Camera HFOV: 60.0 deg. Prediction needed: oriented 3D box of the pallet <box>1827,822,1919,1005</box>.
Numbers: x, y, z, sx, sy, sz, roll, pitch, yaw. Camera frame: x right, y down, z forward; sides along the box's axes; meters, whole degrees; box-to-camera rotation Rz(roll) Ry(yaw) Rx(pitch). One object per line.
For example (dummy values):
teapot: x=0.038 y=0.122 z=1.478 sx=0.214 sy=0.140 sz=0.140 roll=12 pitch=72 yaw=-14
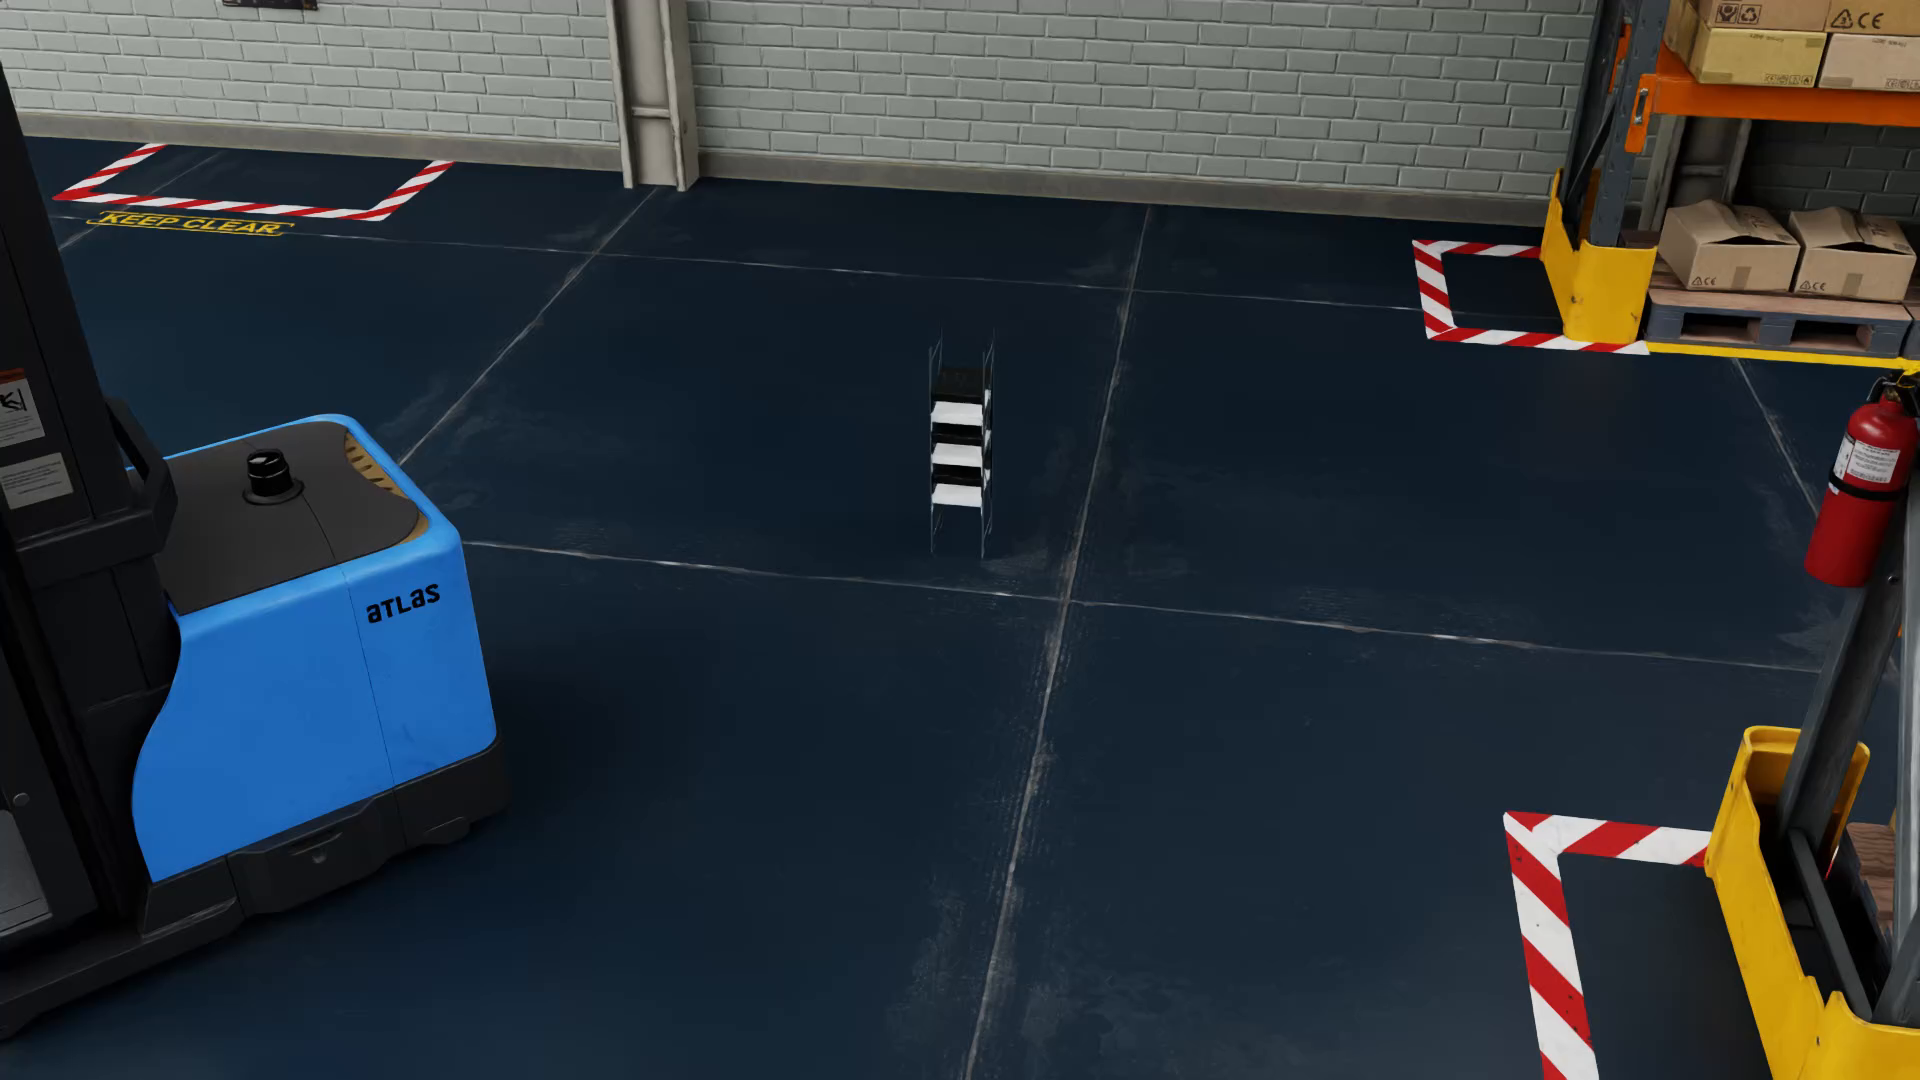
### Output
pallet: x=3.169 y=1.249 z=4.556 sx=1.213 sy=0.211 sz=1.003 roll=5 pitch=32 yaw=8

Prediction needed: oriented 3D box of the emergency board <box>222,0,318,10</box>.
emergency board: x=-4.271 y=-3.737 z=9.892 sx=0.643 sy=1.169 sz=0.194 roll=5 pitch=32 yaw=8

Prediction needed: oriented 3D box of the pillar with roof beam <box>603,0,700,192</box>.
pillar with roof beam: x=-2.565 y=-3.787 z=4.319 sx=0.400 sy=9.000 sz=9.100 roll=5 pitch=32 yaw=8

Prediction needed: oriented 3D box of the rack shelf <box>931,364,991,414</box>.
rack shelf: x=0.008 y=-0.581 z=6.384 sx=0.200 sy=0.077 sz=0.258 roll=5 pitch=32 yaw=8

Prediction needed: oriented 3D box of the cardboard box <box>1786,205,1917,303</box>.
cardboard box: x=4.467 y=-1.458 z=8.371 sx=0.500 sy=0.311 sz=0.500 roll=8 pitch=33 yaw=12

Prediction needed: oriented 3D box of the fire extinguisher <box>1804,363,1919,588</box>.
fire extinguisher: x=2.370 y=-0.200 z=4.315 sx=0.183 sy=0.674 sz=0.296 roll=5 pitch=32 yaw=8

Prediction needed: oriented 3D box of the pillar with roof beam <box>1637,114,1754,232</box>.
pillar with roof beam: x=3.349 y=-3.252 z=3.464 sx=0.400 sy=9.000 sz=9.100 roll=5 pitch=32 yaw=8

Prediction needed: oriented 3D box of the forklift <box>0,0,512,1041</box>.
forklift: x=-2.918 y=-0.096 z=4.141 sx=3.031 sy=2.935 sz=1.130 roll=-21 pitch=38 yaw=-30

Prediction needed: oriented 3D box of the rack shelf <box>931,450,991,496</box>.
rack shelf: x=0.008 y=-0.276 z=6.576 sx=0.200 sy=0.077 sz=0.258 roll=5 pitch=32 yaw=8

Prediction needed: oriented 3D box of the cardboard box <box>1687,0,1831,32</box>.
cardboard box: x=3.658 y=-2.633 z=7.546 sx=0.500 sy=0.500 sz=0.500 roll=5 pitch=32 yaw=8

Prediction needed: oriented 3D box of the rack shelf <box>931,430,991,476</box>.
rack shelf: x=0.008 y=-0.352 z=6.528 sx=0.200 sy=0.077 sz=0.258 roll=5 pitch=32 yaw=8

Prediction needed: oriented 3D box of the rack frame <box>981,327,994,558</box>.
rack frame: x=0.108 y=-0.372 z=6.496 sx=0.006 sy=0.900 sz=0.240 roll=5 pitch=32 yaw=8

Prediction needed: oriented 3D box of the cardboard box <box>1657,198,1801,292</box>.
cardboard box: x=3.905 y=-1.508 z=8.452 sx=0.500 sy=0.311 sz=0.500 roll=2 pitch=32 yaw=3

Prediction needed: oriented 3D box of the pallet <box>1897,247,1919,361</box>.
pallet: x=5.307 y=-1.181 z=8.437 sx=1.213 sy=0.211 sz=1.003 roll=5 pitch=32 yaw=8

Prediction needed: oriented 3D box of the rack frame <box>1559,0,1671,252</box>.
rack frame: x=3.238 y=-2.570 z=8.029 sx=0.127 sy=3.000 sz=1.000 roll=5 pitch=32 yaw=8

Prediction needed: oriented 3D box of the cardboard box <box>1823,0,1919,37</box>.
cardboard box: x=4.143 y=-2.584 z=7.467 sx=0.500 sy=0.500 sz=0.500 roll=5 pitch=32 yaw=8

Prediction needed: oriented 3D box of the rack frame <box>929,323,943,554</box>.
rack frame: x=-0.092 y=-0.390 z=6.525 sx=0.006 sy=0.900 sz=0.240 roll=5 pitch=32 yaw=8

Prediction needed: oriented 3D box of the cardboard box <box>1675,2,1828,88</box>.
cardboard box: x=3.665 y=-2.306 z=7.729 sx=0.500 sy=0.250 sz=0.500 roll=4 pitch=32 yaw=7

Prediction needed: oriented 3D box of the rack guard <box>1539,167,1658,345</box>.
rack guard: x=3.313 y=-1.504 z=8.682 sx=0.348 sy=0.500 sz=1.175 roll=5 pitch=32 yaw=8

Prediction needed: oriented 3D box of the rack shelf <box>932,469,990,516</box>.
rack shelf: x=0.008 y=-0.200 z=6.623 sx=0.200 sy=0.077 sz=0.258 roll=5 pitch=32 yaw=8

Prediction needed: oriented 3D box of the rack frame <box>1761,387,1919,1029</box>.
rack frame: x=2.408 y=0.021 z=3.890 sx=0.127 sy=3.000 sz=1.000 roll=5 pitch=32 yaw=8

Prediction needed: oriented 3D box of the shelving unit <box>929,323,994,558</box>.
shelving unit: x=0.008 y=-0.381 z=6.510 sx=0.210 sy=0.900 sz=0.258 roll=5 pitch=32 yaw=8

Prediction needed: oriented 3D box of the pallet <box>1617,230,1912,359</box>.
pallet: x=4.108 y=-1.291 z=8.613 sx=1.213 sy=0.211 sz=1.003 roll=5 pitch=32 yaw=8

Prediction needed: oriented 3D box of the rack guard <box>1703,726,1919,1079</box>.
rack guard: x=2.384 y=1.078 z=4.556 sx=0.348 sy=0.500 sz=1.175 roll=5 pitch=32 yaw=8

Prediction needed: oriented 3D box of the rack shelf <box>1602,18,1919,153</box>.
rack shelf: x=5.209 y=-2.087 z=7.935 sx=4.000 sy=0.370 sz=1.077 roll=5 pitch=32 yaw=8

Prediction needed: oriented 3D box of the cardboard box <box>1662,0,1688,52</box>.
cardboard box: x=3.731 y=-2.575 z=8.159 sx=0.500 sy=0.250 sz=0.500 roll=6 pitch=32 yaw=9

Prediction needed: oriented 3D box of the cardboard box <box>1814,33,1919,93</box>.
cardboard box: x=4.180 y=-2.267 z=7.667 sx=0.500 sy=0.250 sz=0.500 roll=4 pitch=32 yaw=7

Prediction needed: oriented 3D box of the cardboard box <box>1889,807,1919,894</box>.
cardboard box: x=2.986 y=0.901 z=4.678 sx=0.500 sy=0.250 sz=0.500 roll=5 pitch=32 yaw=8

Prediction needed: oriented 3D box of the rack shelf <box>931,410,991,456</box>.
rack shelf: x=0.008 y=-0.429 z=6.480 sx=0.200 sy=0.077 sz=0.258 roll=5 pitch=32 yaw=8

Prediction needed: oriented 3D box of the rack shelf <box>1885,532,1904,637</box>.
rack shelf: x=4.380 y=0.504 z=3.795 sx=4.000 sy=0.370 sz=1.077 roll=5 pitch=32 yaw=8

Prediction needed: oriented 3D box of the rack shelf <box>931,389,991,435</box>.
rack shelf: x=0.008 y=-0.505 z=6.432 sx=0.200 sy=0.077 sz=0.258 roll=5 pitch=32 yaw=8
